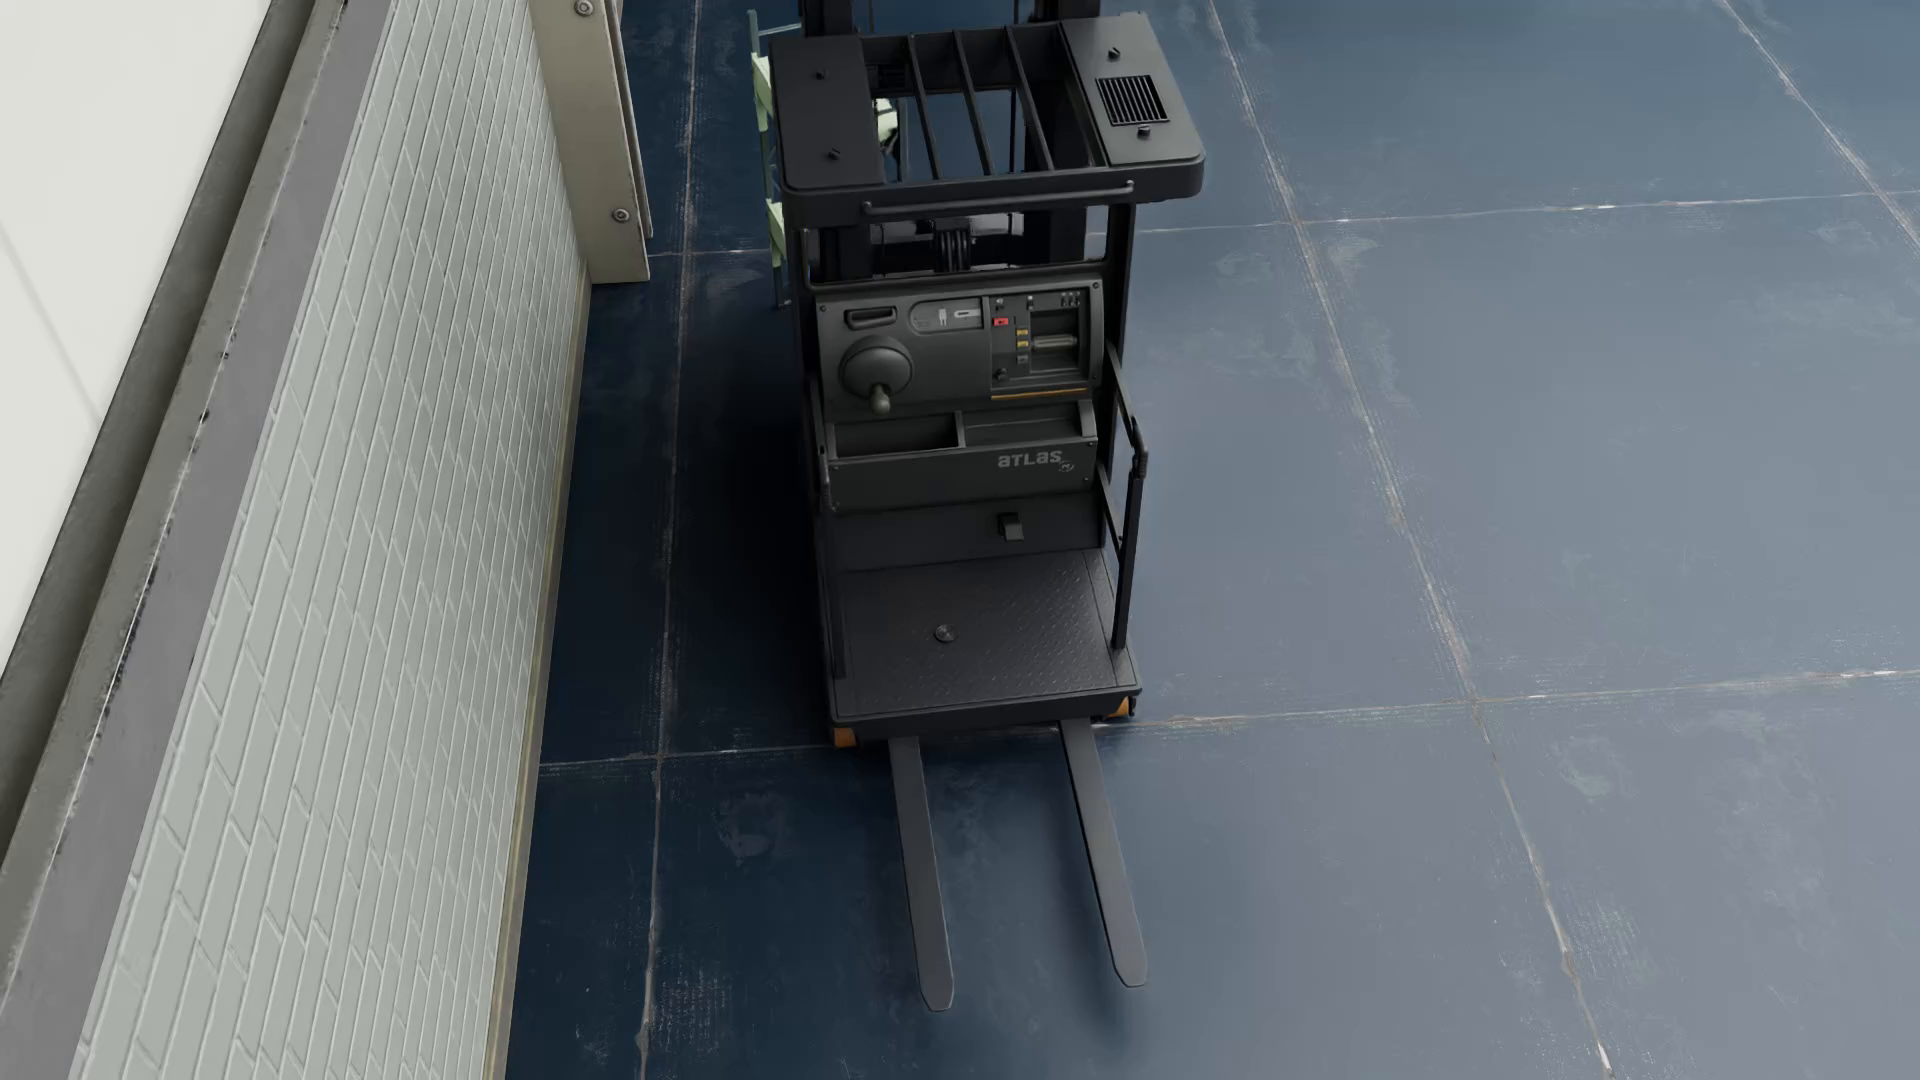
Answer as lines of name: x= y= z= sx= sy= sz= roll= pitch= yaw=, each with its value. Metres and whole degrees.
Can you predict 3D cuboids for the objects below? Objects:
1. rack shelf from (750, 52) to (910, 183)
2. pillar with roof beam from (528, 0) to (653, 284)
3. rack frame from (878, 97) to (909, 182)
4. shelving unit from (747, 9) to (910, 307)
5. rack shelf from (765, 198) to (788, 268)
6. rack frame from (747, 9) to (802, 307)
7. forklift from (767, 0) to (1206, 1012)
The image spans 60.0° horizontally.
rack shelf: x=-0.532 y=-1.689 z=6.779 sx=0.431 sy=0.370 sz=0.720 roll=-17 pitch=49 yaw=-15
pillar with roof beam: x=2.640 y=-4.725 z=5.027 sx=9.100 sy=9.000 sz=0.400 roll=-3 pitch=47 yaw=-3
rack frame: x=-0.394 y=-1.174 z=6.829 sx=0.400 sy=1.500 sz=0.023 roll=-17 pitch=49 yaw=-15
shelving unit: x=-0.532 y=-1.420 z=7.062 sx=0.431 sy=1.500 sz=0.755 roll=-17 pitch=49 yaw=-15
rack shelf: x=-0.532 y=-1.196 z=7.299 sx=0.431 sy=0.370 sz=0.720 roll=-17 pitch=49 yaw=-15
rack frame: x=-0.671 y=-1.666 z=7.295 sx=0.400 sy=1.500 sz=0.023 roll=-17 pitch=49 yaw=-15
forklift: x=0.036 y=-0.535 z=5.238 sx=1.130 sy=2.935 sz=3.031 roll=-6 pitch=47 yaw=-5
